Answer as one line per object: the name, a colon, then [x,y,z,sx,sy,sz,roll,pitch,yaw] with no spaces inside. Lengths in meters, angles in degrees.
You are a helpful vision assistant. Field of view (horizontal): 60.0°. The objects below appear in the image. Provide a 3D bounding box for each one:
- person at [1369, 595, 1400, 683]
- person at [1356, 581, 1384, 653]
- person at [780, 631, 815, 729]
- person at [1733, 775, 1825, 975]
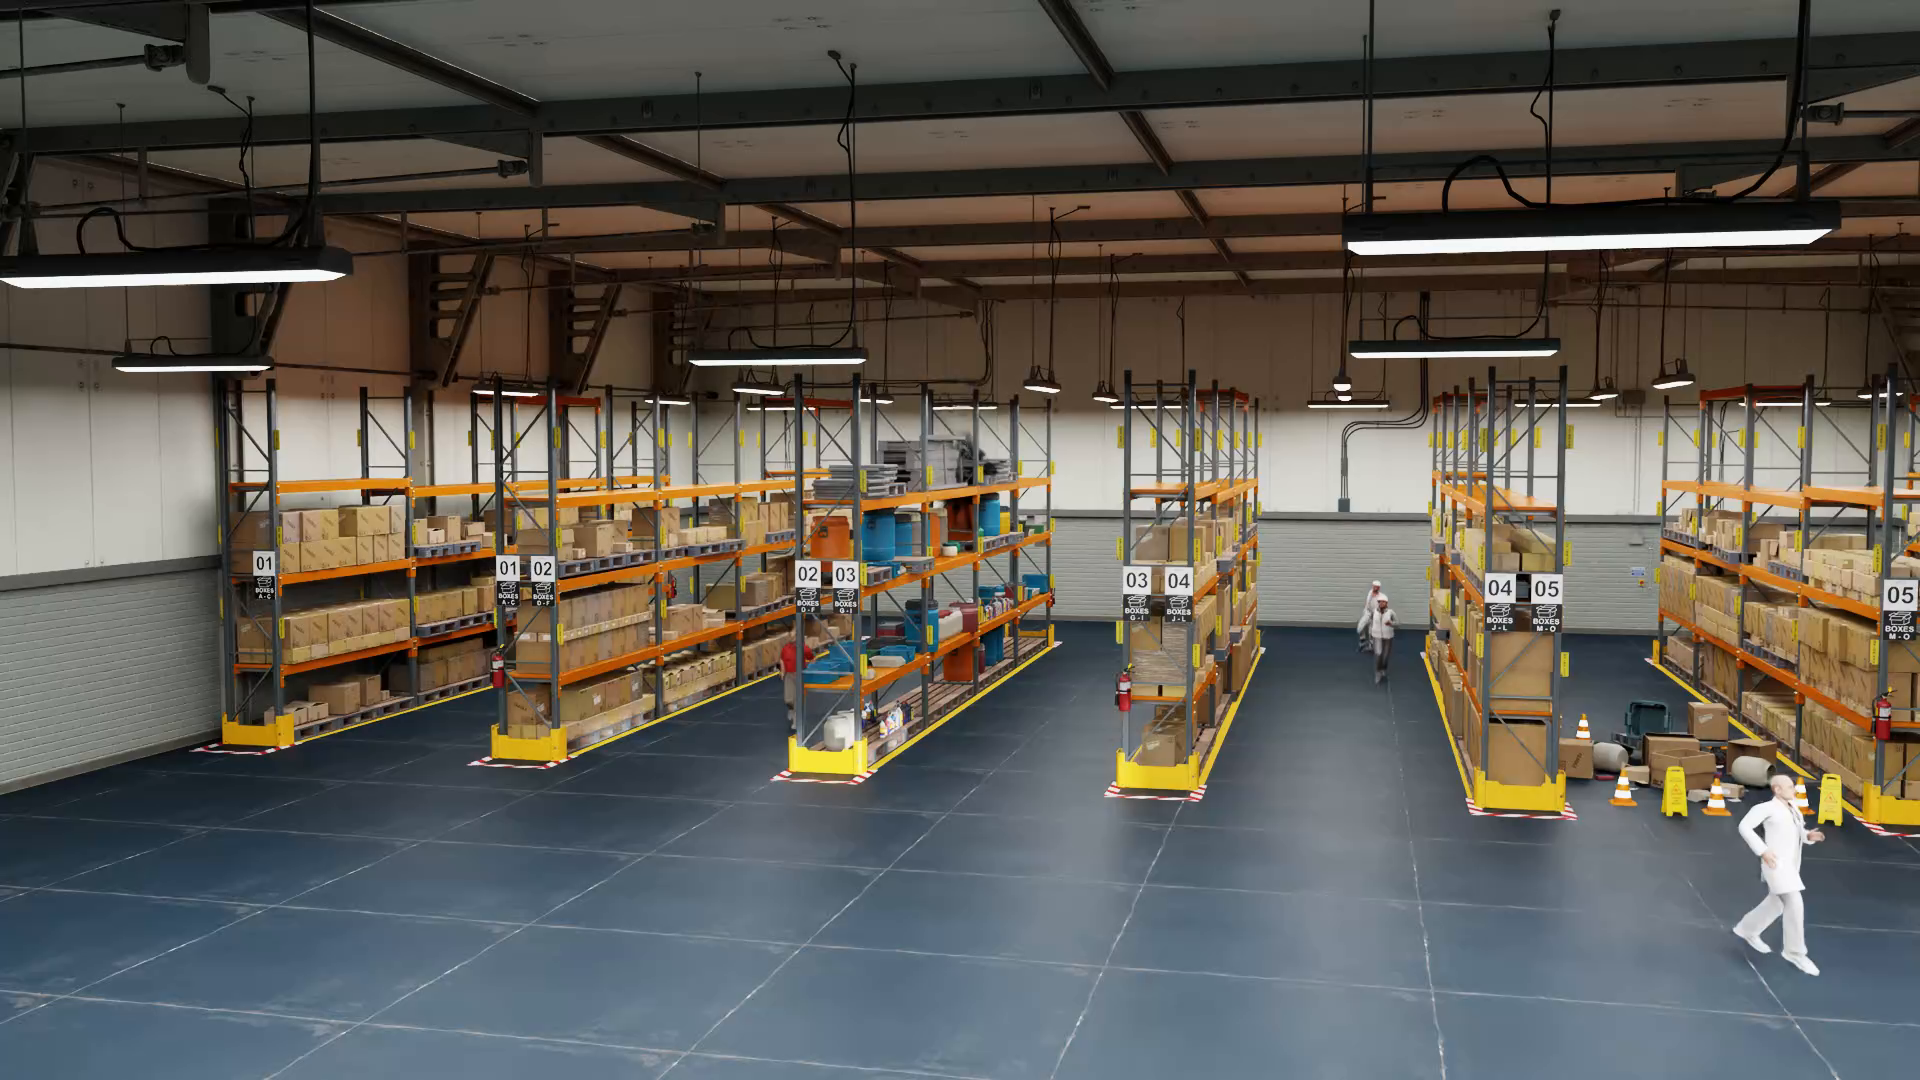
person: [8.812,2.008,34.562,0.628,1.744,0.781,1,4,17]
person: [9.667,1.804,38.997,0.684,1.743,0.777,-3,5,-41]
person: [-2.850,2.421,29.038,0.653,1.694,0.647,1,3,11]
person: [7.836,3.151,15.922,0.694,1.824,0.875,-3,5,-40]
